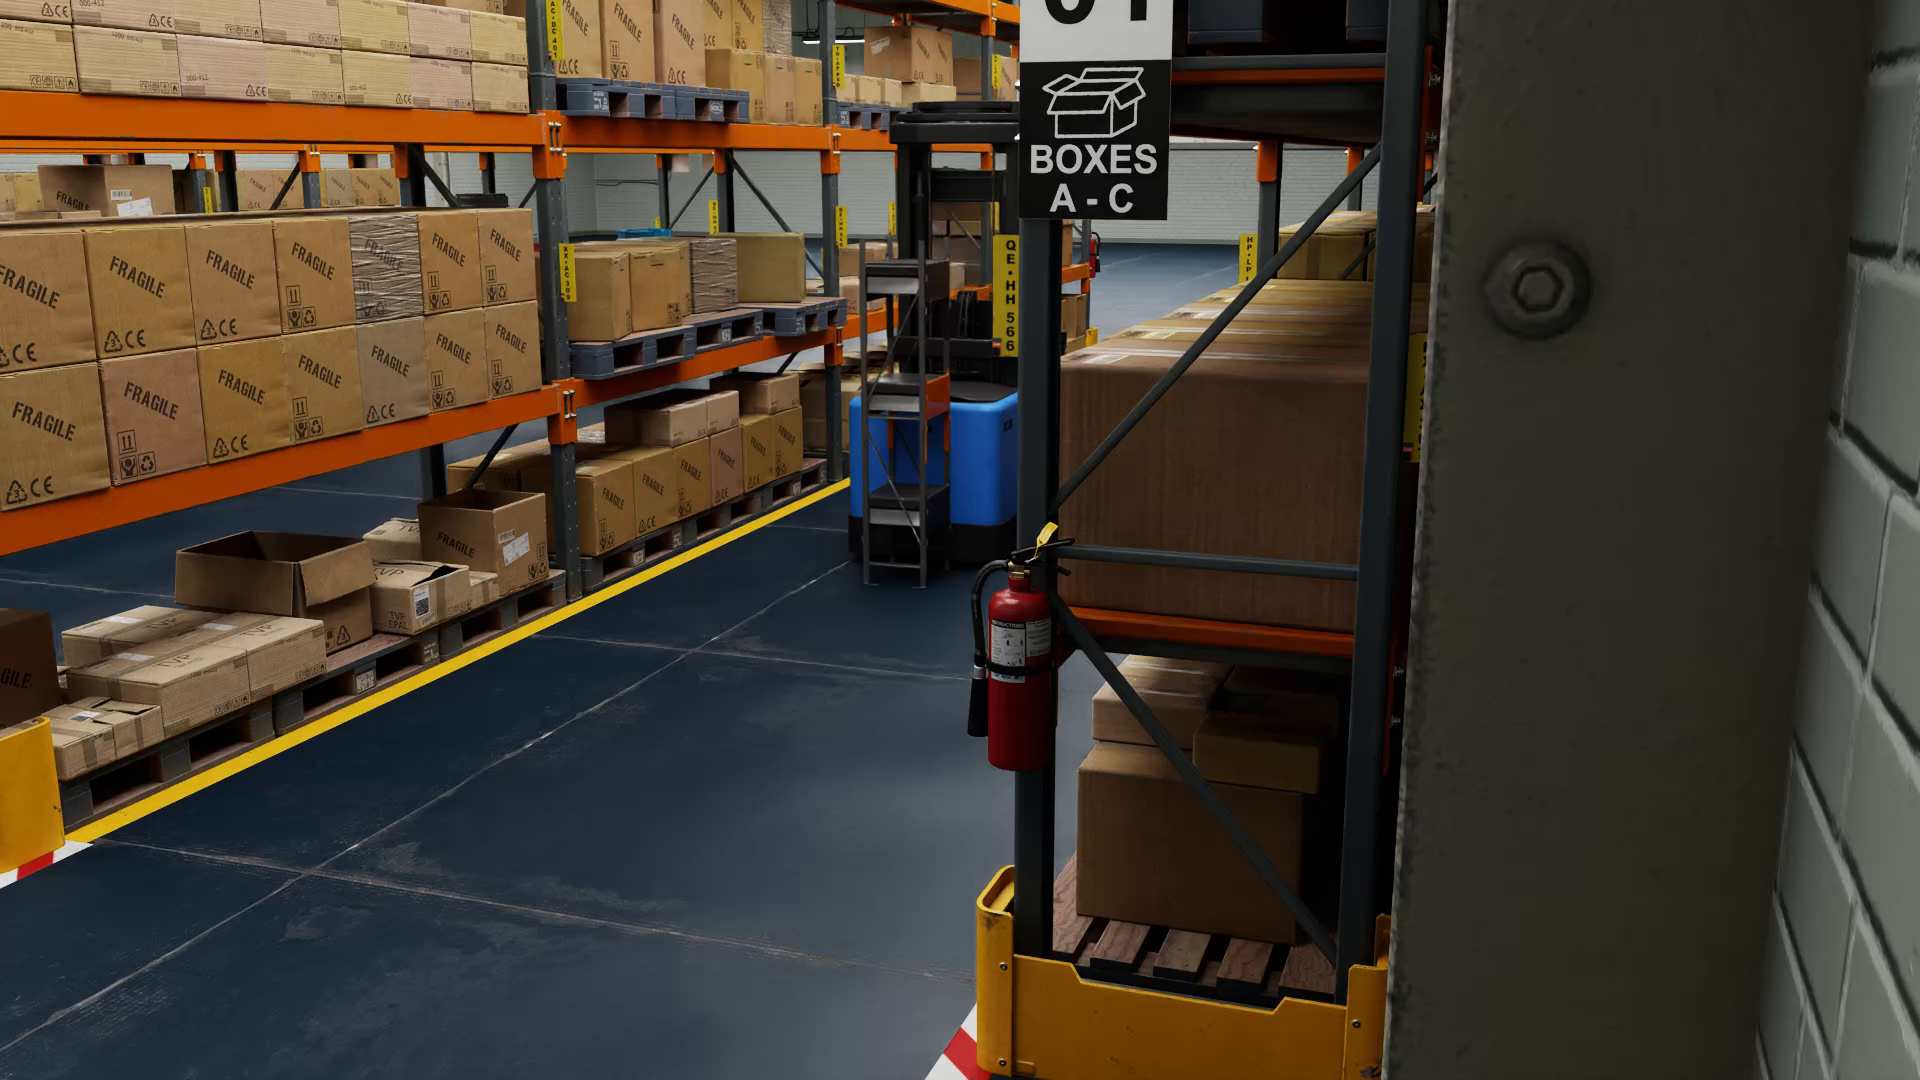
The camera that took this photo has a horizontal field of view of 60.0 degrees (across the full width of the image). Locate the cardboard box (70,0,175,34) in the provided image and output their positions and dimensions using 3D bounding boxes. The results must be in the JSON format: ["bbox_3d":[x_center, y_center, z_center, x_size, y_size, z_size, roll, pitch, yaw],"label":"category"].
[{"bbox_3d":[-3.461,-2.119,6.494,0.500,0.250,0.500,4,14,18],"label":"cardboard box"}]

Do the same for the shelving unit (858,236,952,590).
[{"bbox_3d":[-0.329,-0.784,10.196,0.431,2.100,0.503,4,13,16],"label":"shelving unit"}]

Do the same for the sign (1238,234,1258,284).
[{"bbox_3d":[1.424,-1.341,8.189,0.100,0.325,0.005,4,14,18],"label":"sign"}]

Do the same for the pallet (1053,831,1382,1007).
[{"bbox_3d":[0.831,1.250,5.529,1.003,0.211,1.213,4,14,18],"label":"pallet"}]

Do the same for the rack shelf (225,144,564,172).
[{"bbox_3d":[-5.492,-3.866,16.553,1.077,0.370,4.000,4,14,18],"label":"rack shelf"}]

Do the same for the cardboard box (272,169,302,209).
[{"bbox_3d":[-8.823,-4.500,21.316,0.500,0.500,0.500,4,14,18],"label":"cardboard box"}]

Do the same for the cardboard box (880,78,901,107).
[{"bbox_3d":[-0.836,-4.014,14.977,0.500,0.250,0.500,3,13,14],"label":"cardboard box"}]

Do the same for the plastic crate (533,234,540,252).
[{"bbox_3d":[-4.712,-3.083,18.101,0.402,0.464,0.583,4,14,18],"label":"plastic crate"}]

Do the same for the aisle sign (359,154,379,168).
[{"bbox_3d":[-8.501,-5.676,23.766,0.394,0.787,0.004,4,14,18],"label":"aisle sign"}]

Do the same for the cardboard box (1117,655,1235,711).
[{"bbox_3d":[0.730,0.514,5.705,0.380,0.149,0.250,5,14,20],"label":"cardboard box"}]

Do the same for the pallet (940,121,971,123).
[{"bbox_3d":[-0.432,-4.000,15.955,0.805,0.209,1.217,4,13,16],"label":"pallet"}]

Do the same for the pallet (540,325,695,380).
[{"bbox_3d":[-2.386,-1.200,10.430,1.003,0.211,1.213,4,14,18],"label":"pallet"}]

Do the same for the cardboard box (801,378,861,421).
[{"bbox_3d":[-1.006,-1.202,13.983,0.500,0.311,0.500,5,14,20],"label":"cardboard box"}]

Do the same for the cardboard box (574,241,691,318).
[{"bbox_3d":[-2.234,-1.763,11.297,0.700,0.500,0.500,1,13,4],"label":"cardboard box"}]

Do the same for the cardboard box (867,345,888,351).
[{"bbox_3d":[-0.696,-1.781,16.520,0.500,0.311,0.500,4,14,18],"label":"cardboard box"}]

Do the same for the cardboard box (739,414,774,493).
[{"bbox_3d":[-1.702,-0.649,12.211,0.500,0.500,0.500,4,13,16],"label":"cardboard box"}]

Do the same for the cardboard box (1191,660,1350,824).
[{"bbox_3d":[1.102,0.713,6.291,0.700,0.500,0.500,4,13,17],"label":"cardboard box"}]

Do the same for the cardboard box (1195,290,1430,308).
[{"bbox_3d":[1.508,-0.658,6.946,0.980,0.700,0.700,4,13,17],"label":"cardboard box"}]

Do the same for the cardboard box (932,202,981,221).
[{"bbox_3d":[-0.022,-3.593,17.341,0.700,0.500,0.500,4,14,19],"label":"cardboard box"}]

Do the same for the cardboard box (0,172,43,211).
[{"bbox_3d":[-13.503,-4.925,23.554,0.875,0.550,0.500,4,14,18],"label":"cardboard box"}]

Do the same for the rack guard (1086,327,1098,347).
[{"bbox_3d":[1.143,-2.447,21.076,1.175,0.500,0.348,4,14,18],"label":"rack guard"}]

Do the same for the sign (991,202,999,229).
[{"bbox_3d":[0.357,-3.307,16.803,0.100,0.325,0.005,4,14,18],"label":"sign"}]

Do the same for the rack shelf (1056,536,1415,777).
[{"bbox_3d":[1.294,-0.006,6.382,1.077,0.370,4.000,4,14,18],"label":"rack shelf"}]

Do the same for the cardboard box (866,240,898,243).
[{"bbox_3d":[-0.594,-2.595,15.885,0.500,0.500,0.500,5,14,22],"label":"cardboard box"}]

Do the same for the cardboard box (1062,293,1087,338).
[{"bbox_3d":[1.243,-2.756,20.363,0.500,0.500,0.500,4,14,18],"label":"cardboard box"}]

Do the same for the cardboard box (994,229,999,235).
[{"bbox_3d":[0.192,-3.278,17.421,0.380,0.149,0.250,5,14,19],"label":"cardboard box"}]

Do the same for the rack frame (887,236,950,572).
[{"bbox_3d":[-0.258,-0.836,10.424,0.400,2.100,0.015,4,13,16],"label":"rack frame"}]

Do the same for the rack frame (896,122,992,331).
[{"bbox_3d":[-0.159,-2.818,17.085,1.000,3.000,0.127,4,14,18],"label":"rack frame"}]

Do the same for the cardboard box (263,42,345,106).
[{"bbox_3d":[-3.145,-2.086,7.474,0.500,0.250,0.500,4,14,18],"label":"cardboard box"}]

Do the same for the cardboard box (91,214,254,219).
[{"bbox_3d":[-3.666,-1.265,7.810,0.500,0.500,0.500,5,14,20],"label":"cardboard box"}]

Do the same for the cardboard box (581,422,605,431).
[{"bbox_3d":[-2.366,-0.570,11.866,0.500,0.500,0.500,4,13,16],"label":"cardboard box"}]

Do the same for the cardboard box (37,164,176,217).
[{"bbox_3d":[-9.921,-3.872,19.412,1.000,1.000,1.000,4,14,19],"label":"cardboard box"}]

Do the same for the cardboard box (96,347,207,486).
[{"bbox_3d":[-3.487,-0.524,6.808,0.500,0.500,0.500,4,14,18],"label":"cardboard box"}]

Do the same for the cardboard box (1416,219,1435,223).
[{"bbox_3d":[2.829,-1.751,9.787,0.500,0.250,0.500,4,13,17],"label":"cardboard box"}]

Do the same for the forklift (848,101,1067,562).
[{"bbox_3d":[0.188,-1.567,11.758,1.130,2.935,3.031,4,13,16],"label":"forklift"}]

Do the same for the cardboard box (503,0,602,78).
[{"bbox_3d":[-2.515,-2.999,9.744,0.600,0.600,0.600,3,13,13],"label":"cardboard box"}]

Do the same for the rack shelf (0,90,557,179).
[{"bbox_3d":[-3.395,-1.824,7.607,1.077,0.370,4.000,4,14,18],"label":"rack shelf"}]

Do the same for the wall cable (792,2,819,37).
[{"bbox_3d":[-5.991,-17.877,54.989,3.097,2.526,0.112,4,14,18],"label":"wall cable"}]

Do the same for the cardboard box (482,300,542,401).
[{"bbox_3d":[-2.667,-1.059,9.152,0.500,0.500,0.500,5,14,19],"label":"cardboard box"}]

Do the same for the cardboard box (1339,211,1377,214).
[{"bbox_3d":[2.835,-2.106,11.342,0.500,0.250,0.500,5,14,20],"label":"cardboard box"}]

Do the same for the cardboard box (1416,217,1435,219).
[{"bbox_3d":[2.994,-1.858,10.257,0.500,0.250,0.500,4,13,17],"label":"cardboard box"}]

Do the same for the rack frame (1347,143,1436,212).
[{"bbox_3d":[3.235,-1.620,11.836,1.000,3.000,0.127,4,14,18],"label":"rack frame"}]

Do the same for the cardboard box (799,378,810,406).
[{"bbox_3d":[-1.517,-1.241,14.153,0.500,0.311,0.500,5,14,20],"label":"cardboard box"}]

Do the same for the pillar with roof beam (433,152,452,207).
[{"bbox_3d":[-11.551,-13.031,48.348,9.100,9.000,0.548,4,14,18],"label":"pillar with roof beam"}]

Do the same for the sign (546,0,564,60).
[{"bbox_3d":[-2.232,-2.811,9.150,0.100,0.325,0.005,4,14,18],"label":"sign"}]

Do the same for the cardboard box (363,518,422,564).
[{"bbox_3d":[-3.088,0.036,9.637,0.500,0.311,0.500,4,14,18],"label":"cardboard box"}]

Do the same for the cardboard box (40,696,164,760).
[{"bbox_3d":[-3.500,0.759,6.790,0.380,0.166,0.250,4,14,18],"label":"cardboard box"}]

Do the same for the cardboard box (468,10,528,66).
[{"bbox_3d":[-2.648,-2.645,8.799,0.500,0.250,0.500,4,14,18],"label":"cardboard box"}]

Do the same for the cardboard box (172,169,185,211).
[{"bbox_3d":[-9.646,-4.328,20.560,0.500,0.500,0.500,4,14,18],"label":"cardboard box"}]

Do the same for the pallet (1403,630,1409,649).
[{"bbox_3d":[2.119,0.414,9.192,1.003,0.211,1.213,4,14,18],"label":"pallet"}]

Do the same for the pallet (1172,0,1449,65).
[{"bbox_3d":[0.877,-1.512,4.820,1.003,0.211,1.213,4,14,18],"label":"pallet"}]

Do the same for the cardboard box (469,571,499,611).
[{"bbox_3d":[-2.728,0.266,8.994,0.380,0.149,0.250,4,14,18],"label":"cardboard box"}]

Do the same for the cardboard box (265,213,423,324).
[{"bbox_3d":[-2.993,-1.330,8.097,0.500,0.500,0.500,4,14,19],"label":"cardboard box"}]

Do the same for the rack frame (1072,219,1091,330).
[{"bbox_3d":[1.135,-3.660,20.775,1.000,3.000,0.127,4,14,18],"label":"rack frame"}]

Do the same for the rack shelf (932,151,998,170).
[{"bbox_3d":[0.488,-4.351,18.677,1.077,0.370,4.000,4,14,18],"label":"rack shelf"}]

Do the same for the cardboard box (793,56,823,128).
[{"bbox_3d":[-1.563,-3.393,12.638,0.910,0.500,0.500,4,14,18],"label":"cardboard box"}]
